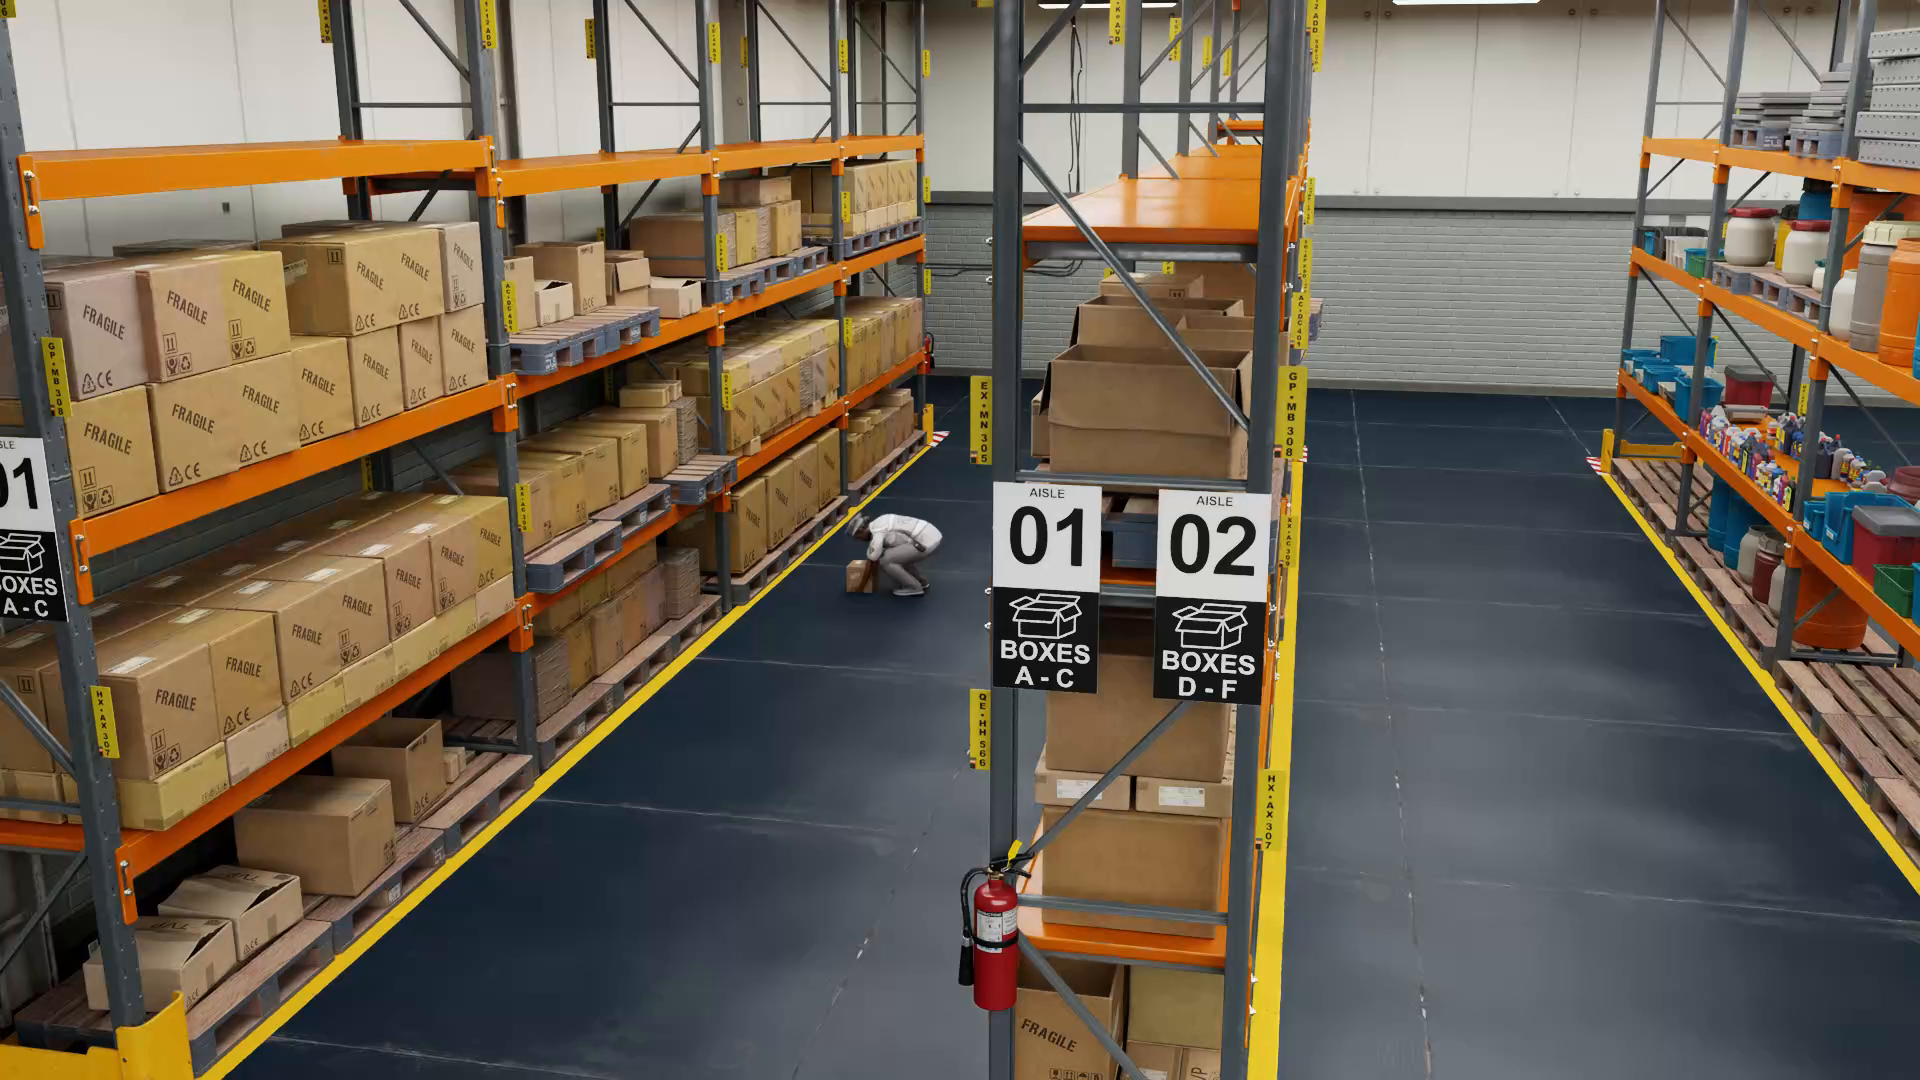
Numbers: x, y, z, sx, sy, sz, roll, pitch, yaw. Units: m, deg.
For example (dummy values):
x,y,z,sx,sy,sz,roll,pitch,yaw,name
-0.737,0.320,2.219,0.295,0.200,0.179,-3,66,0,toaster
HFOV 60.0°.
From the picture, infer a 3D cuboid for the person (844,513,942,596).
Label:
x,y,z,sx,sy,sz,roll,pitch,yaw,name
-0.637,0.129,15.833,0.923,0.773,0.456,3,15,10,person
